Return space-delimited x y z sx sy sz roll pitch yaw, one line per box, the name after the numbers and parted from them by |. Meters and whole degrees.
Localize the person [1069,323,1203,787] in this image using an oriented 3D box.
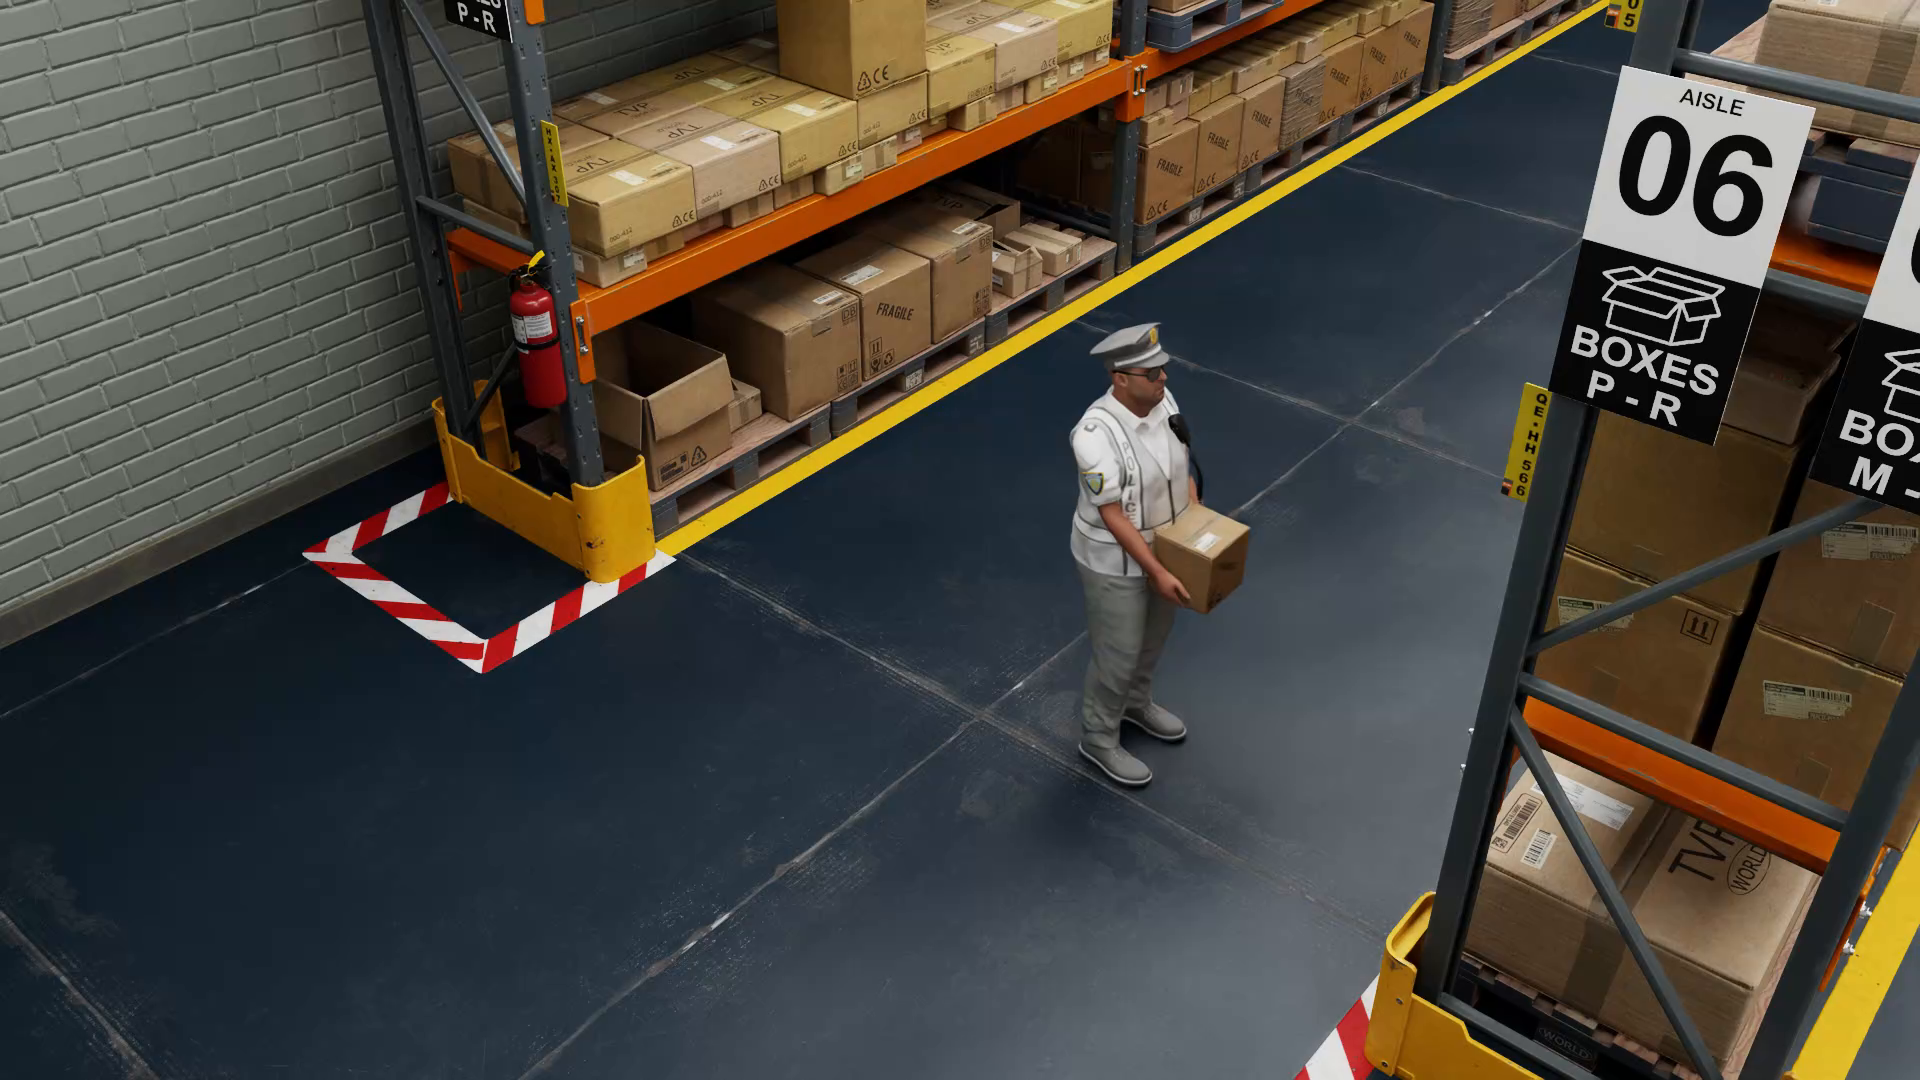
0.687 0.055 6.030 0.552 1.782 0.505 26 42 32 | person
